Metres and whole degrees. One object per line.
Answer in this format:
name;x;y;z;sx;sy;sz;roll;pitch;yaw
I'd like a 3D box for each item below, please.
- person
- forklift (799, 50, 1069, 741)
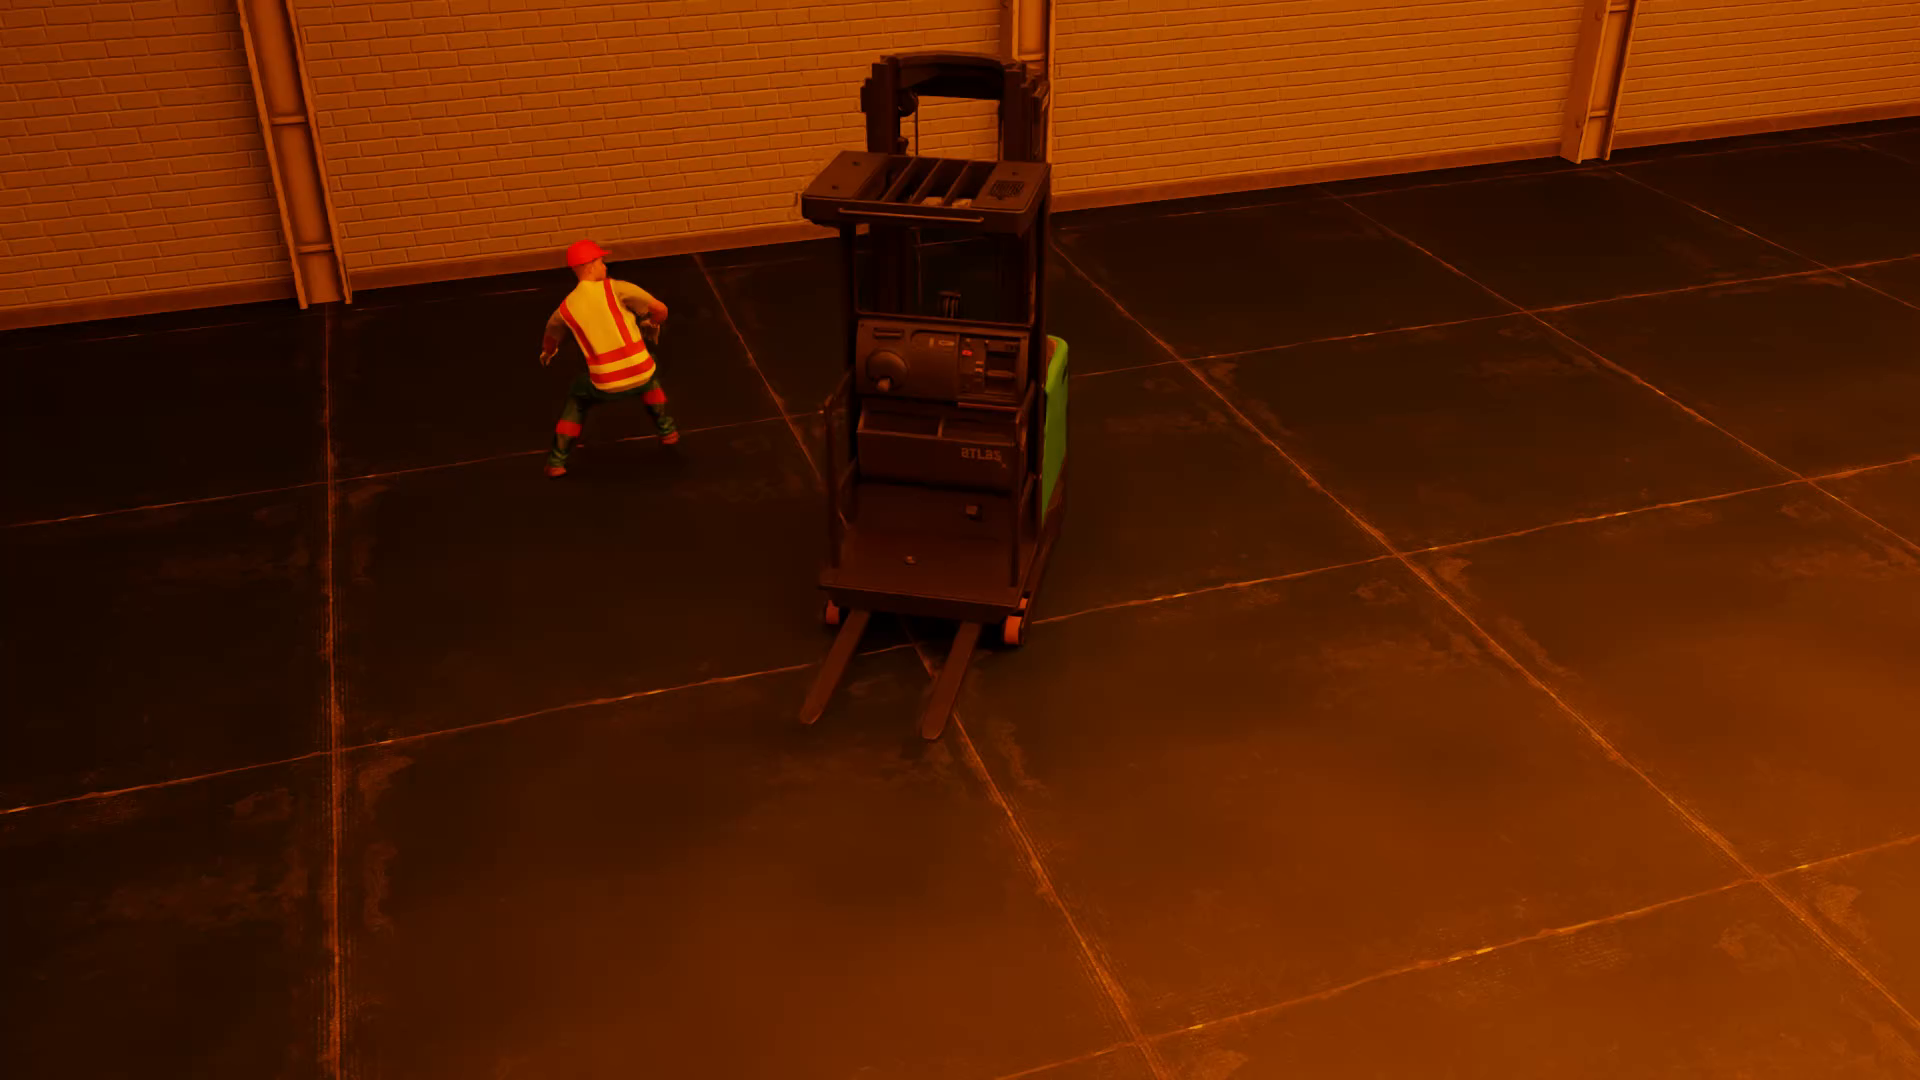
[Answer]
person;-2.282;-1.147;10.564;0.898;1.540;0.777;-7;31;-11
forklift;-0.138;-0.898;8.648;1.130;2.935;3.031;6;30;10
